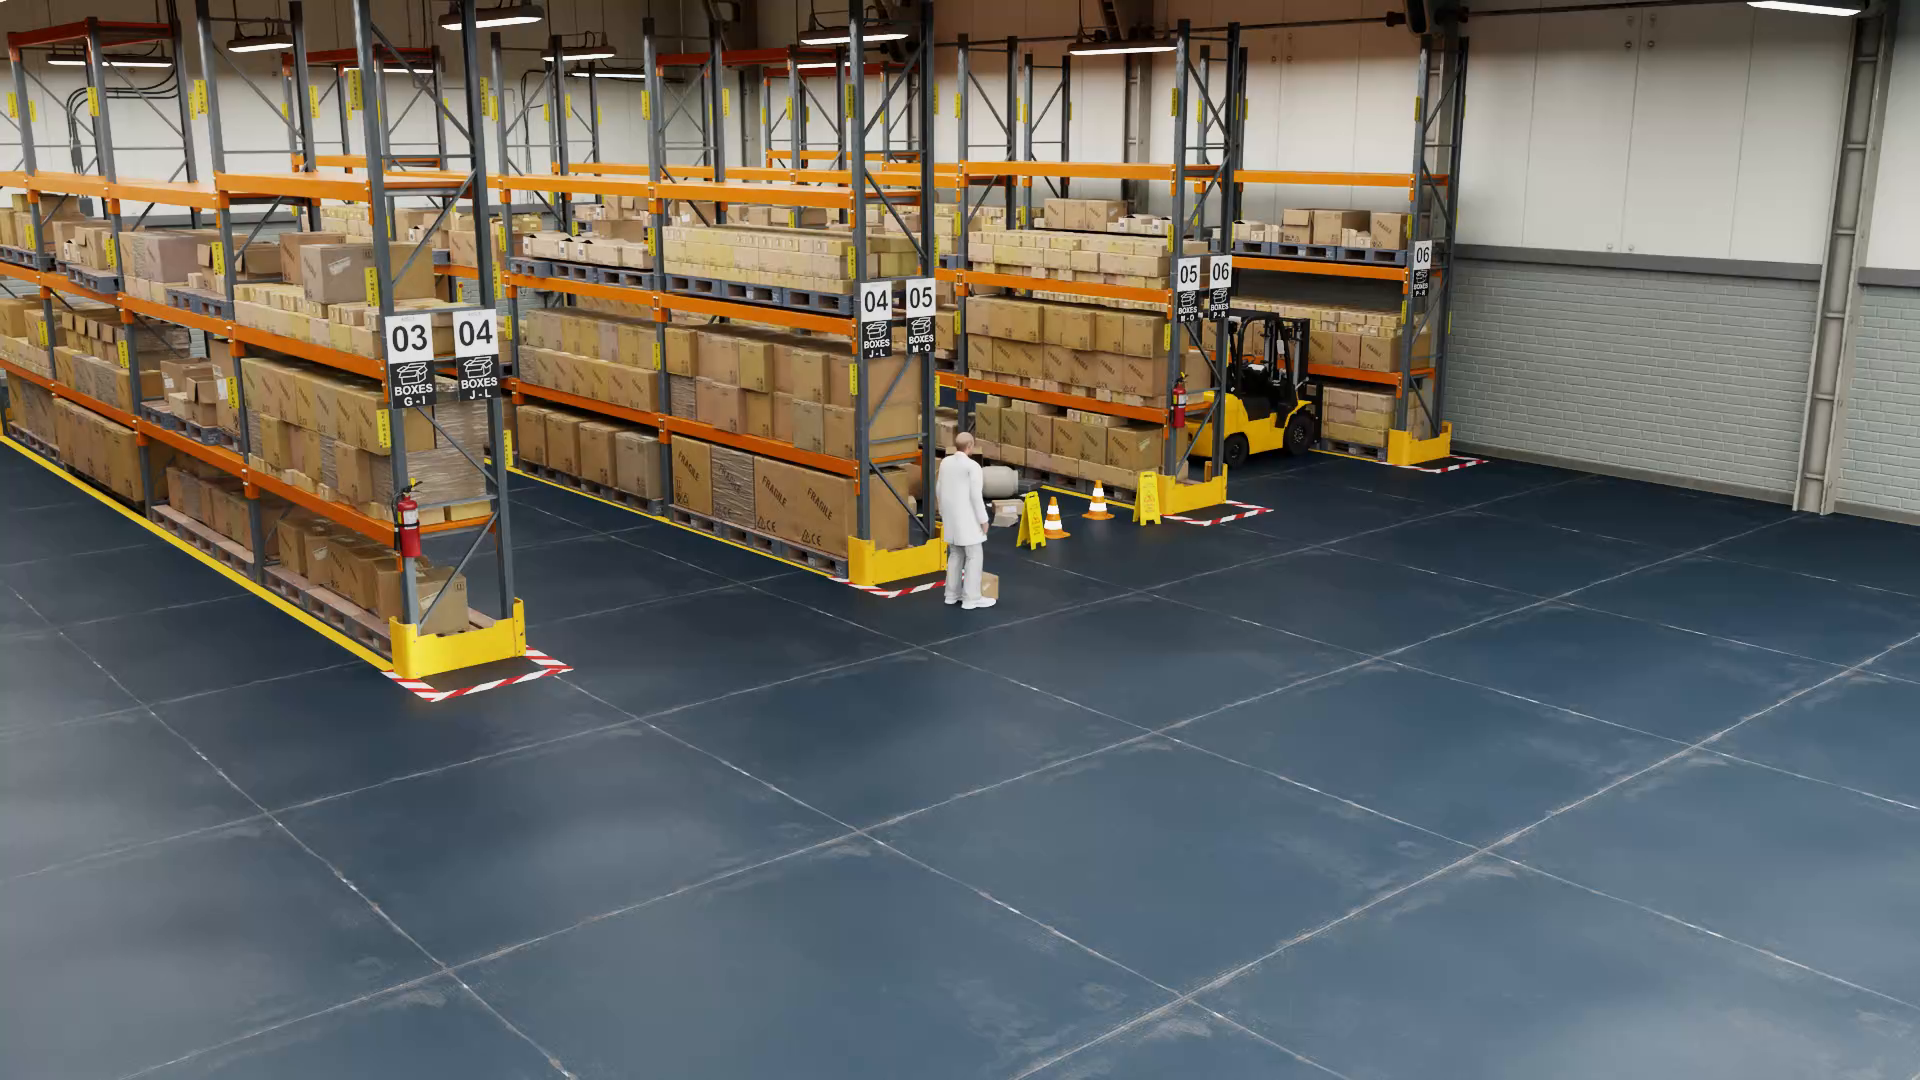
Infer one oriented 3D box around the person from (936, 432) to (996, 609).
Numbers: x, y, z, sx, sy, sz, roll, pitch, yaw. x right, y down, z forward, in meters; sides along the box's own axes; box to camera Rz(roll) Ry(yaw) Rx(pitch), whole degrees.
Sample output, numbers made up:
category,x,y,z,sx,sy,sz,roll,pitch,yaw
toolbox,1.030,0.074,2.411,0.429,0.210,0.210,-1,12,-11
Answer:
category,x,y,z,sx,sy,sz,roll,pitch,yaw
person,0.029,-0.213,16.896,0.422,1.774,0.653,-13,19,-43
